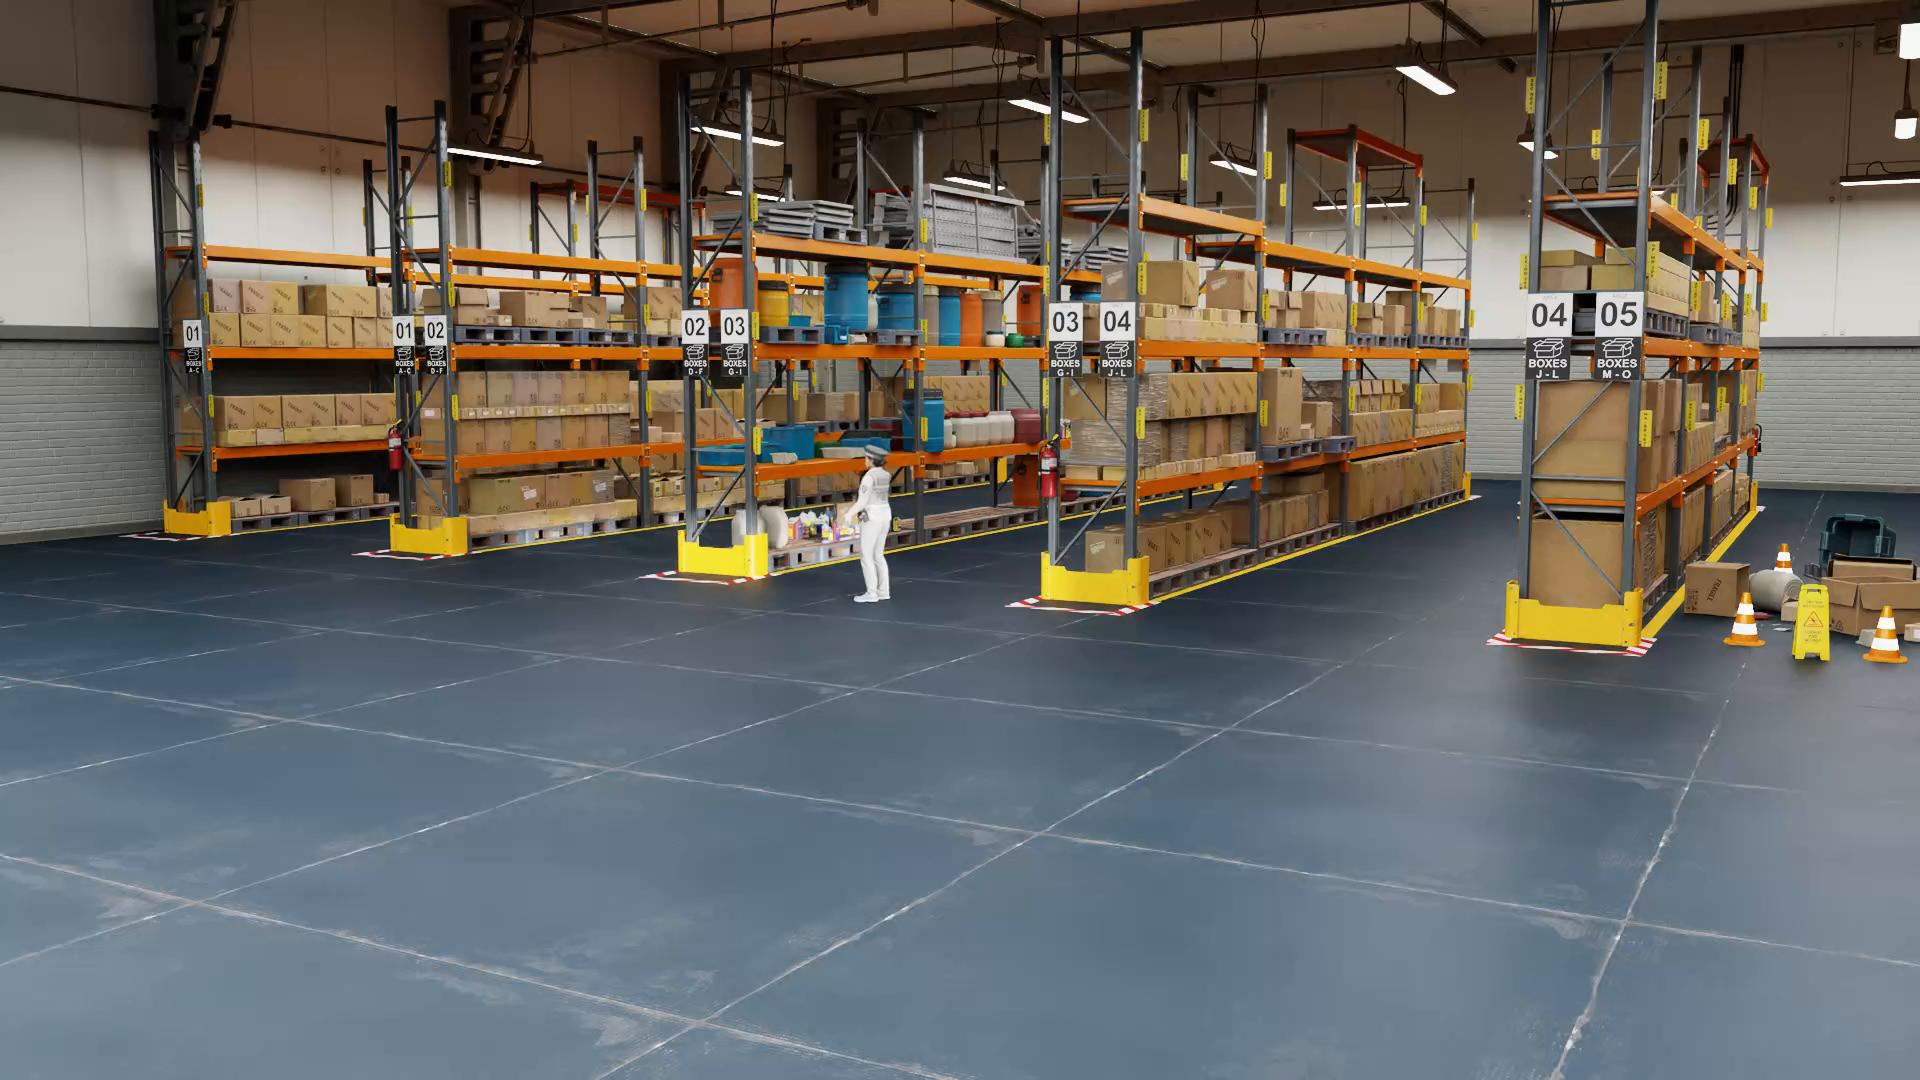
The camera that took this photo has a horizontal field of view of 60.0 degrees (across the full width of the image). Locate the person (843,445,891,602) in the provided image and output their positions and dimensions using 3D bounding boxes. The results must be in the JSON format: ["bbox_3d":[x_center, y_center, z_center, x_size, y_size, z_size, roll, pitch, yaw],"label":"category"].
[{"bbox_3d":[-0.993,-0.186,17.976,0.489,1.692,0.489,3,7,28],"label":"person"}]
